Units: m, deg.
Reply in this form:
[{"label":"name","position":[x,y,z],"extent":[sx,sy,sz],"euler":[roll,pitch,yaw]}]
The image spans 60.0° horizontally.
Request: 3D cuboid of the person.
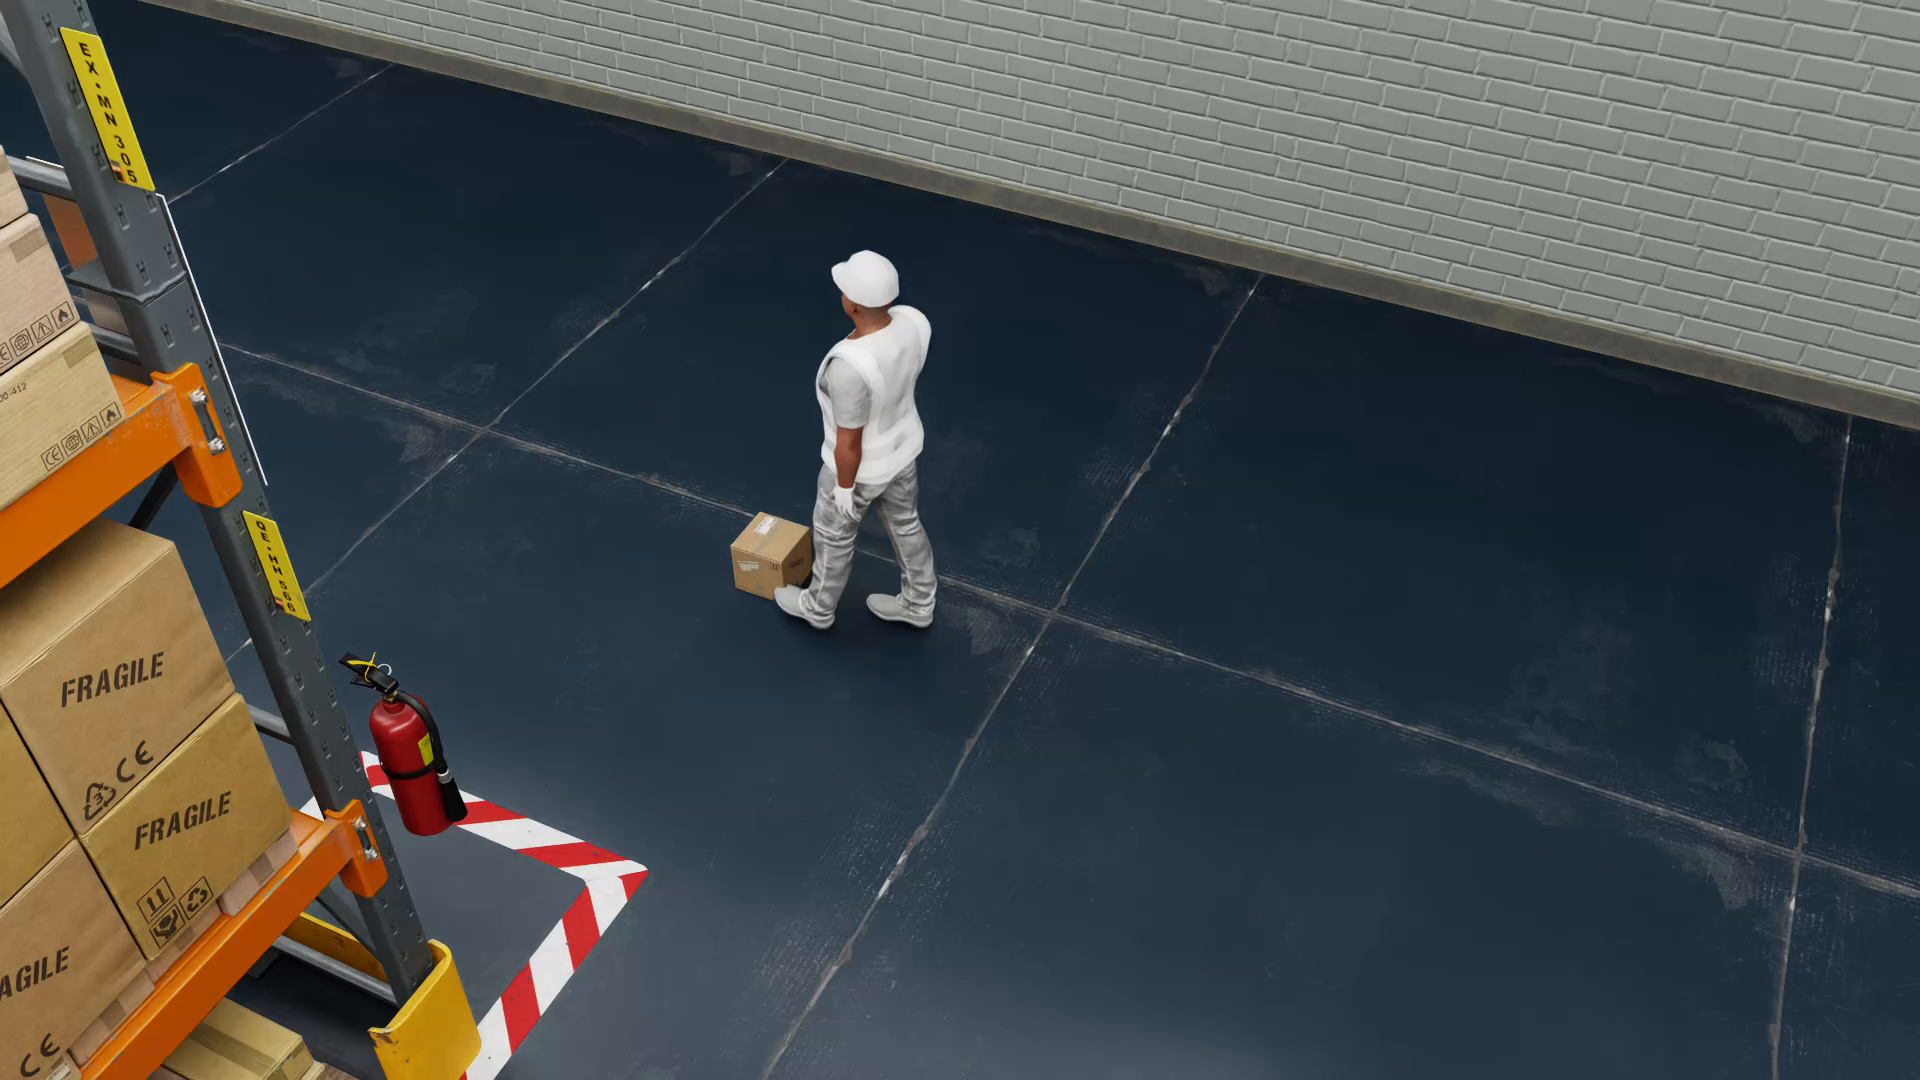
[{"label":"person","position":[-0.431,-0.381,6.553],"extent":[0.649,1.777,0.556],"euler":[25,47,25]}]
